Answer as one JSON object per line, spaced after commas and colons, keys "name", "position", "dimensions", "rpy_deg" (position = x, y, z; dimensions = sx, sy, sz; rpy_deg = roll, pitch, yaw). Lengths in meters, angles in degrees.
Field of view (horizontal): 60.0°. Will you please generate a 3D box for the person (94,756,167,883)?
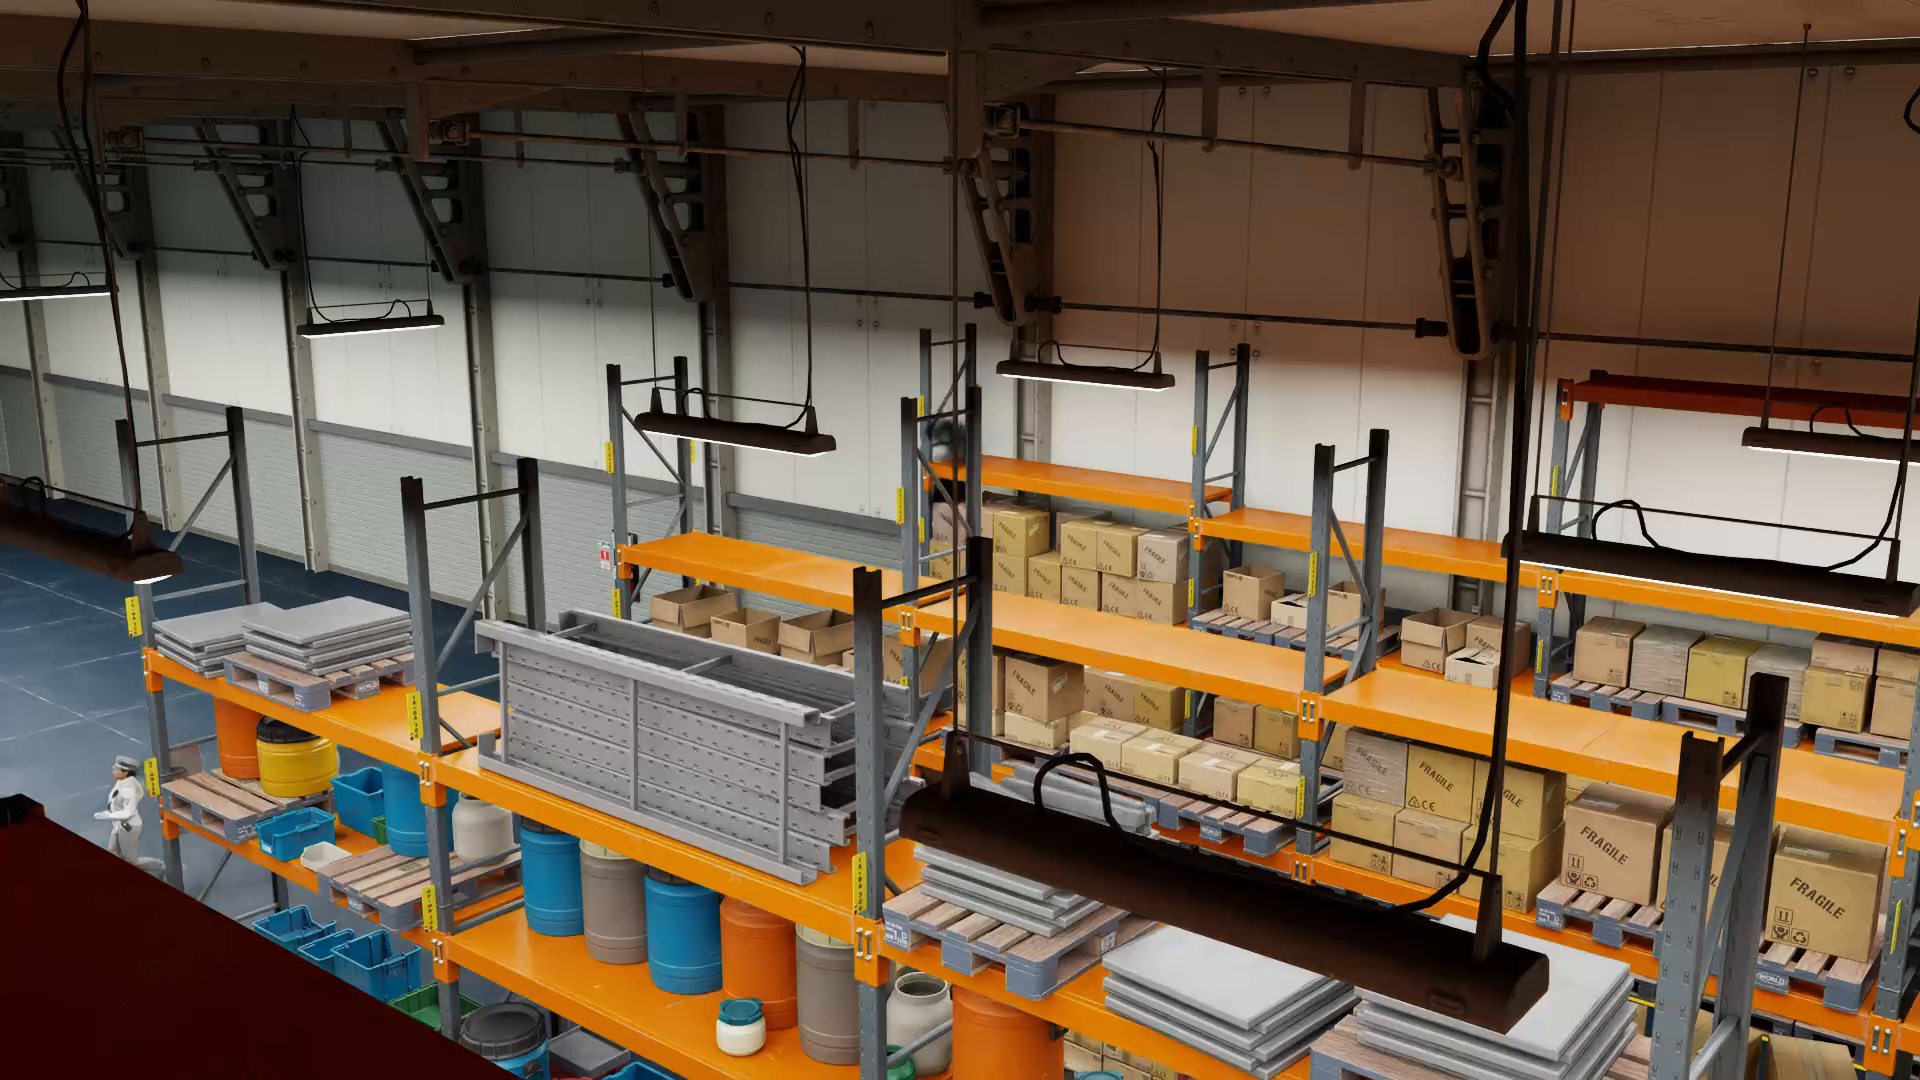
{"name": "person", "position": [-9.185, 3.172, 18.394], "dimensions": [0.843, 1.668, 0.624], "rpy_deg": [-8, 15, -31]}
